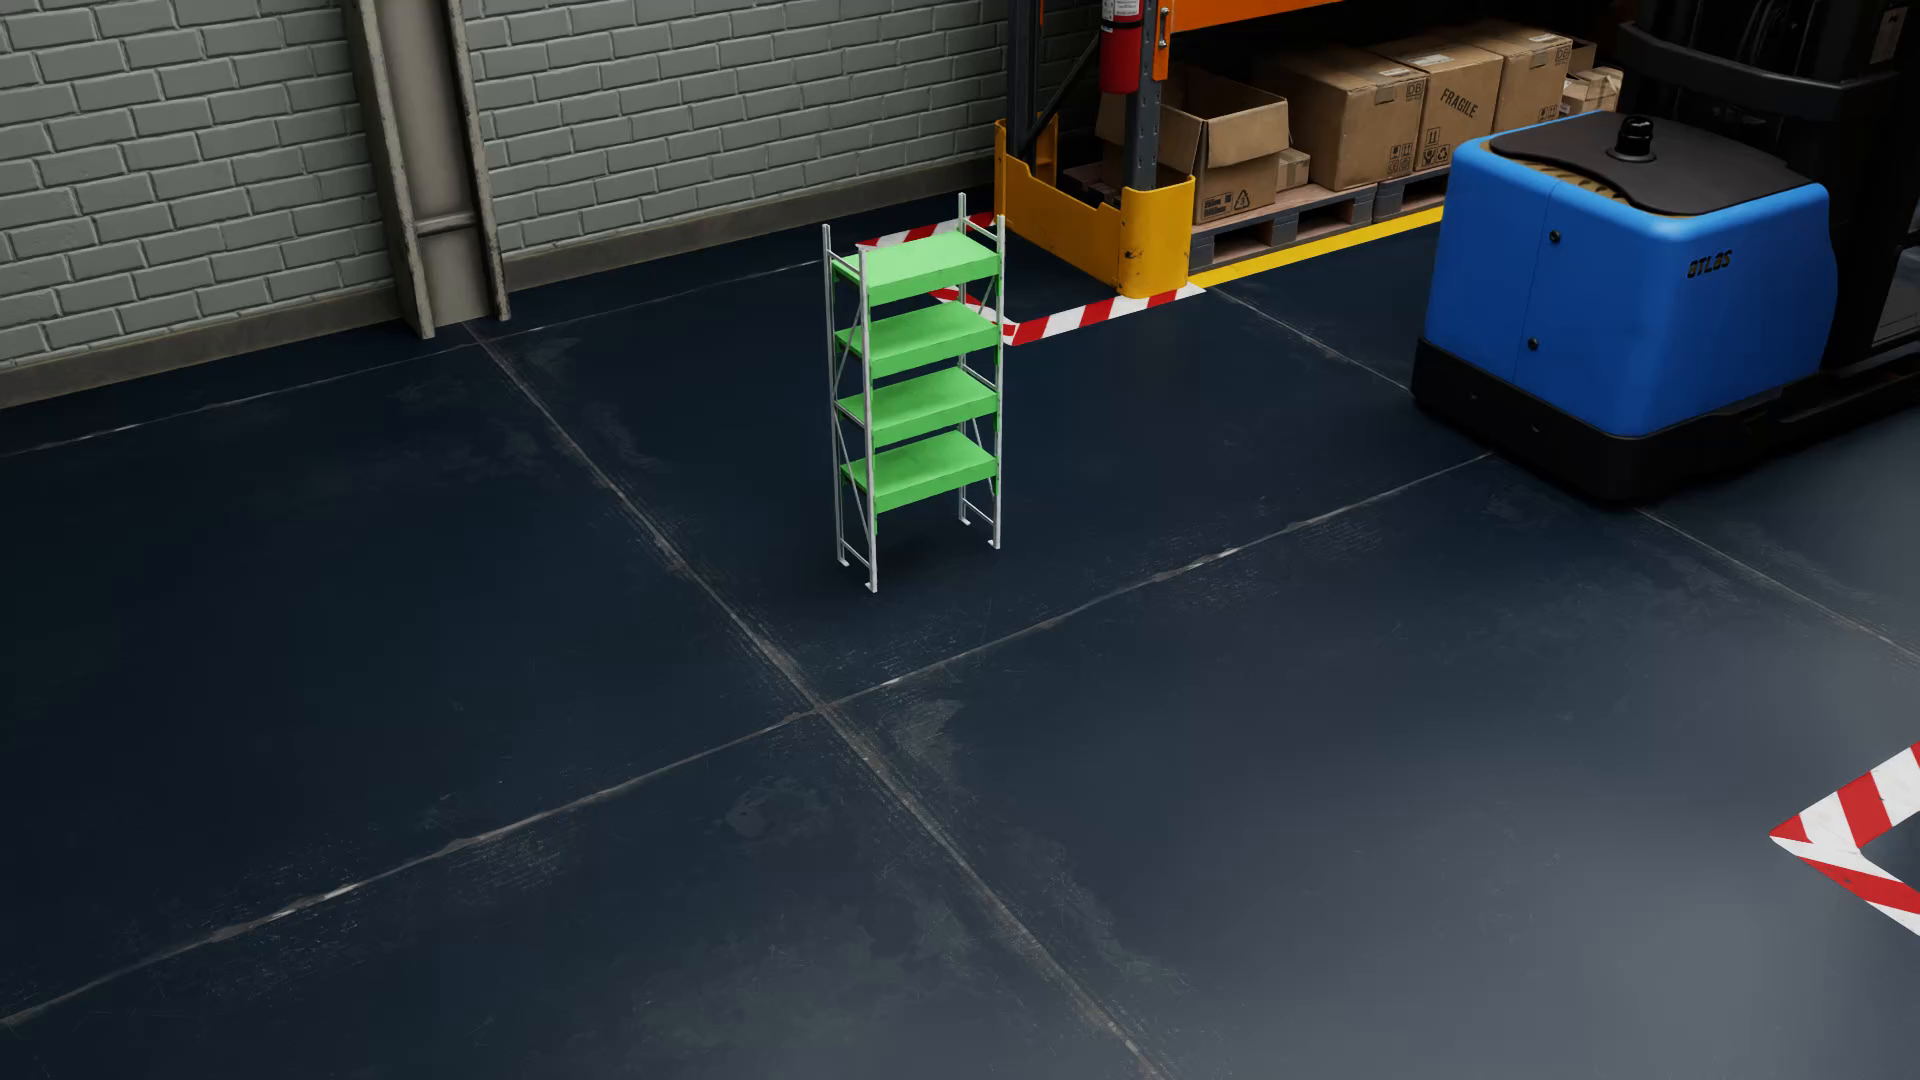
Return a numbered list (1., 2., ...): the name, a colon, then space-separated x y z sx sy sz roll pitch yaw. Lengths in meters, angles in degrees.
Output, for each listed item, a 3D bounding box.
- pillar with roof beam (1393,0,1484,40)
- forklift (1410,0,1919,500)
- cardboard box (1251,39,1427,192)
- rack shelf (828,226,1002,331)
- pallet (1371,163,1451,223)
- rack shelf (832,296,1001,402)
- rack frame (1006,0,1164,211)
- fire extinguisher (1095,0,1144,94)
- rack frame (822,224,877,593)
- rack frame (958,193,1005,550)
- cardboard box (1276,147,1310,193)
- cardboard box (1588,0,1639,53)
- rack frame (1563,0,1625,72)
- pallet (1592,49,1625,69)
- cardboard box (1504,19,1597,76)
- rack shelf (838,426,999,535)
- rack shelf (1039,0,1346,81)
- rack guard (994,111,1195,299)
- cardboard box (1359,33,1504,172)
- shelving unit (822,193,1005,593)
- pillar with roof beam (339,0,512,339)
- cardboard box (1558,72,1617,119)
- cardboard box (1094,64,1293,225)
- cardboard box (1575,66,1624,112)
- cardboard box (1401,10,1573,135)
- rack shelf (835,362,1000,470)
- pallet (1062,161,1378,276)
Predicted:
1. pillar with roof beam: 5.161 -4.593 4.596 0.400 9.000 9.100 -19 37 -27
2. forklift: 3.299 -1.959 6.108 3.031 2.935 1.130 -18 36 -26
3. cardboard box: 1.845 -2.111 8.234 0.500 0.500 0.700 -17 36 -25
4. rack shelf: -0.139 -0.812 5.132 0.480 0.148 0.258 -19 37 -27
5. pallet: 2.298 -2.050 8.803 1.213 0.211 1.003 -19 37 -27
6. rack shelf: -0.139 -0.609 5.260 0.480 0.148 0.258 -19 37 -27
7. rack frame: 0.540 -2.627 7.102 0.127 3.000 1.000 -19 37 -27
8. fire extinguisher: 0.667 -2.186 6.826 0.183 0.674 0.296 -19 37 -27
9. rack frame: -0.344 -0.389 5.242 0.015 1.200 0.240 -19 37 -27
10. rack frame: 0.066 -0.530 5.466 0.015 1.200 0.240 -19 37 -27
11. cardboard box: 1.484 -1.838 8.131 0.250 0.149 0.380 -21 38 -29
12. cardboard box: 4.155 -3.178 9.925 0.500 0.500 0.500 -19 37 -27
13. rack frame: 3.902 -3.783 8.935 0.127 3.000 1.000 -19 37 -27
14. pallet: 4.565 -2.855 10.079 1.213 0.211 1.003 -19 37 -27
15. cardboard box: 3.219 -2.738 9.406 0.500 0.311 0.500 -18 36 -26
16. rack shelf: -0.139 -0.203 5.516 0.480 0.148 0.258 -19 37 -27
17. rack shelf: 2.221 -2.900 8.211 4.000 0.370 1.077 -19 37 -27
18. rack guard: 0.604 -1.591 7.804 0.348 0.500 1.175 -19 37 -27
19. cardboard box: 2.344 -2.219 8.405 0.500 0.500 0.500 -18 37 -26
20. shelving unit: -0.139 -0.460 5.354 0.503 1.200 0.258 -19 37 -27
21. pillar with roof beam: 0.118 -2.858 1.846 0.400 9.000 9.100 -19 37 -27
22. cardboard box: 3.293 -2.408 8.925 0.258 0.266 0.396 -18 36 -26
23. cardboard box: 1.106 -1.883 7.869 0.637 0.503 0.797 -21 38 -29
24. cardboard box: 3.593 -2.462 9.120 0.250 0.149 0.380 -20 37 -29
25. cardboard box: 2.718 -2.411 8.710 0.500 0.500 0.700 -20 38 -29
26. rack shelf: -0.139 -0.406 5.388 0.480 0.148 0.258 -19 37 -27
27. pallet: 1.274 -1.700 8.247 1.213 0.211 1.003 -19 37 -27
